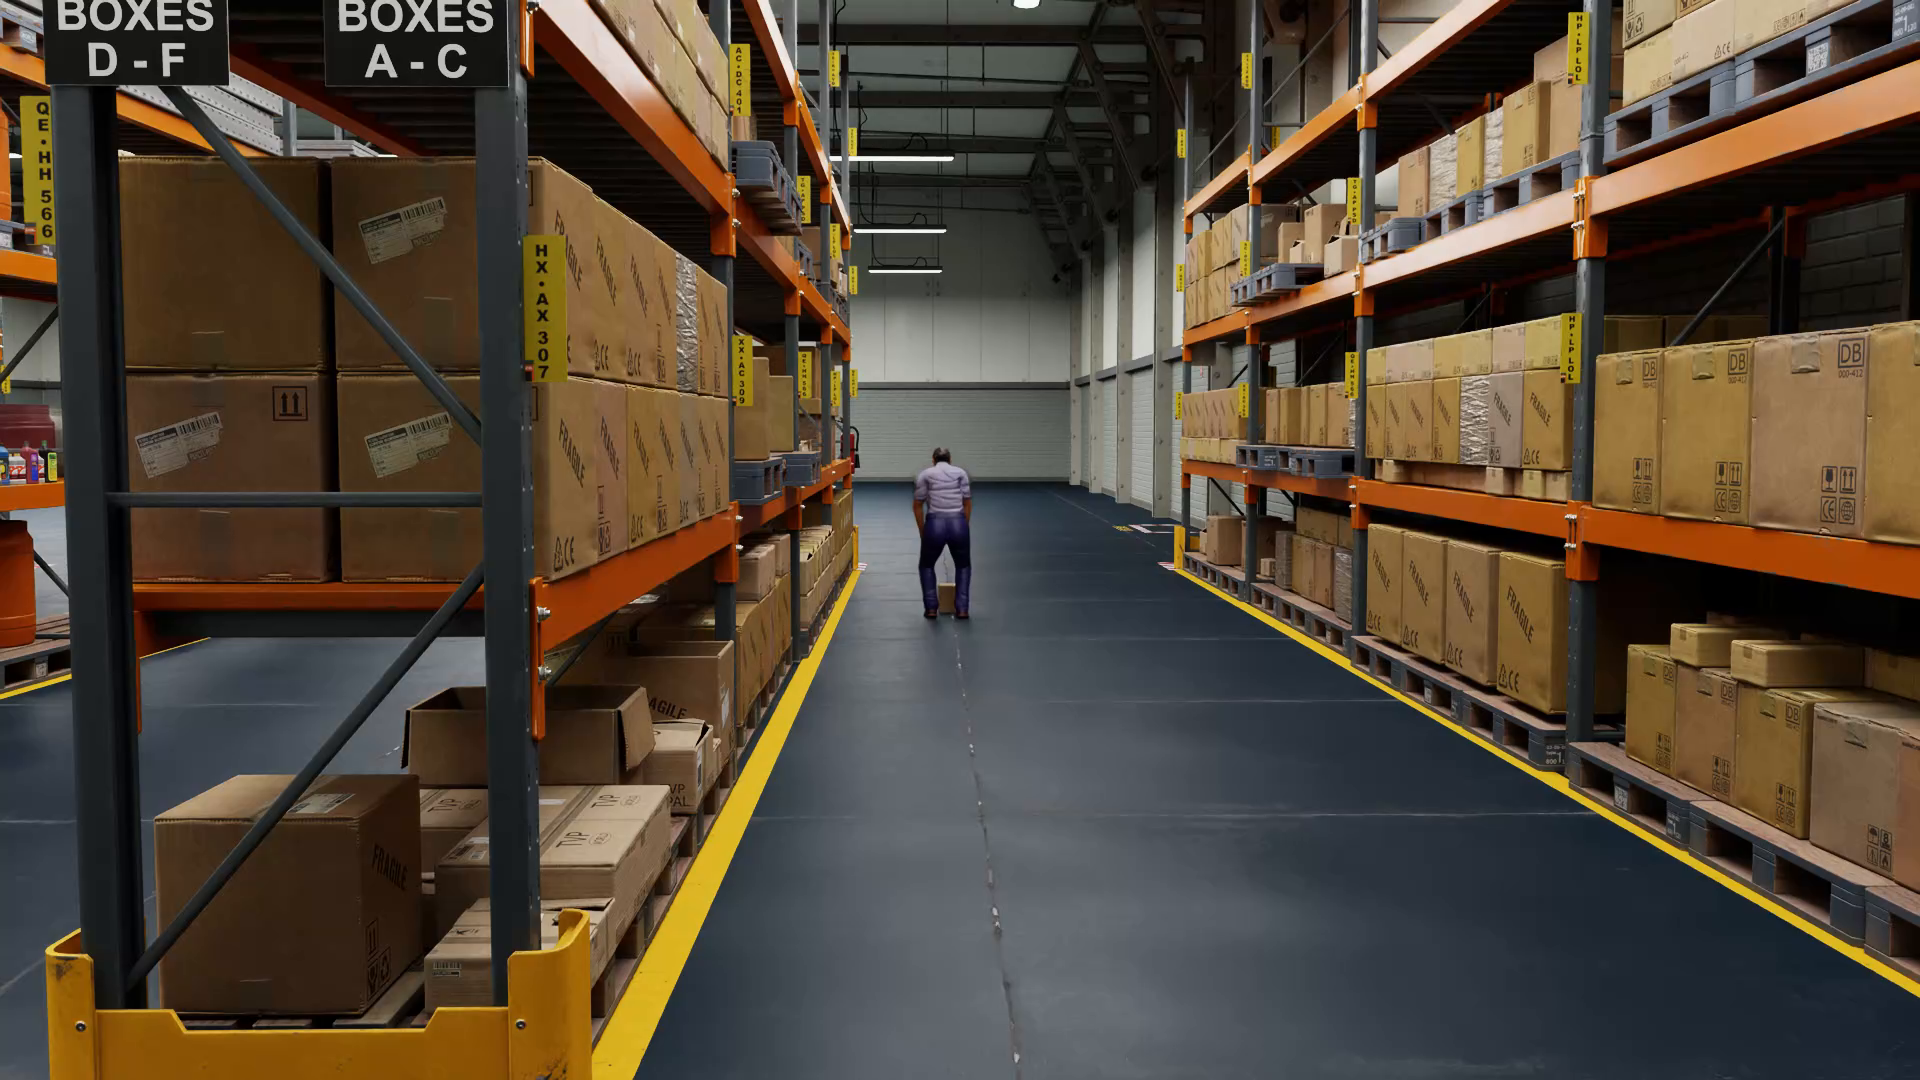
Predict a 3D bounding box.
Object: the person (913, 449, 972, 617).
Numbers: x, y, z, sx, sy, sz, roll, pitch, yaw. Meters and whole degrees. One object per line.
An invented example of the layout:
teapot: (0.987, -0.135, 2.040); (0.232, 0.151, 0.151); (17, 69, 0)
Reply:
person: (-0.157, -0.053, 14.668); (0.526, 1.491, 0.552); (0, 4, -1)
